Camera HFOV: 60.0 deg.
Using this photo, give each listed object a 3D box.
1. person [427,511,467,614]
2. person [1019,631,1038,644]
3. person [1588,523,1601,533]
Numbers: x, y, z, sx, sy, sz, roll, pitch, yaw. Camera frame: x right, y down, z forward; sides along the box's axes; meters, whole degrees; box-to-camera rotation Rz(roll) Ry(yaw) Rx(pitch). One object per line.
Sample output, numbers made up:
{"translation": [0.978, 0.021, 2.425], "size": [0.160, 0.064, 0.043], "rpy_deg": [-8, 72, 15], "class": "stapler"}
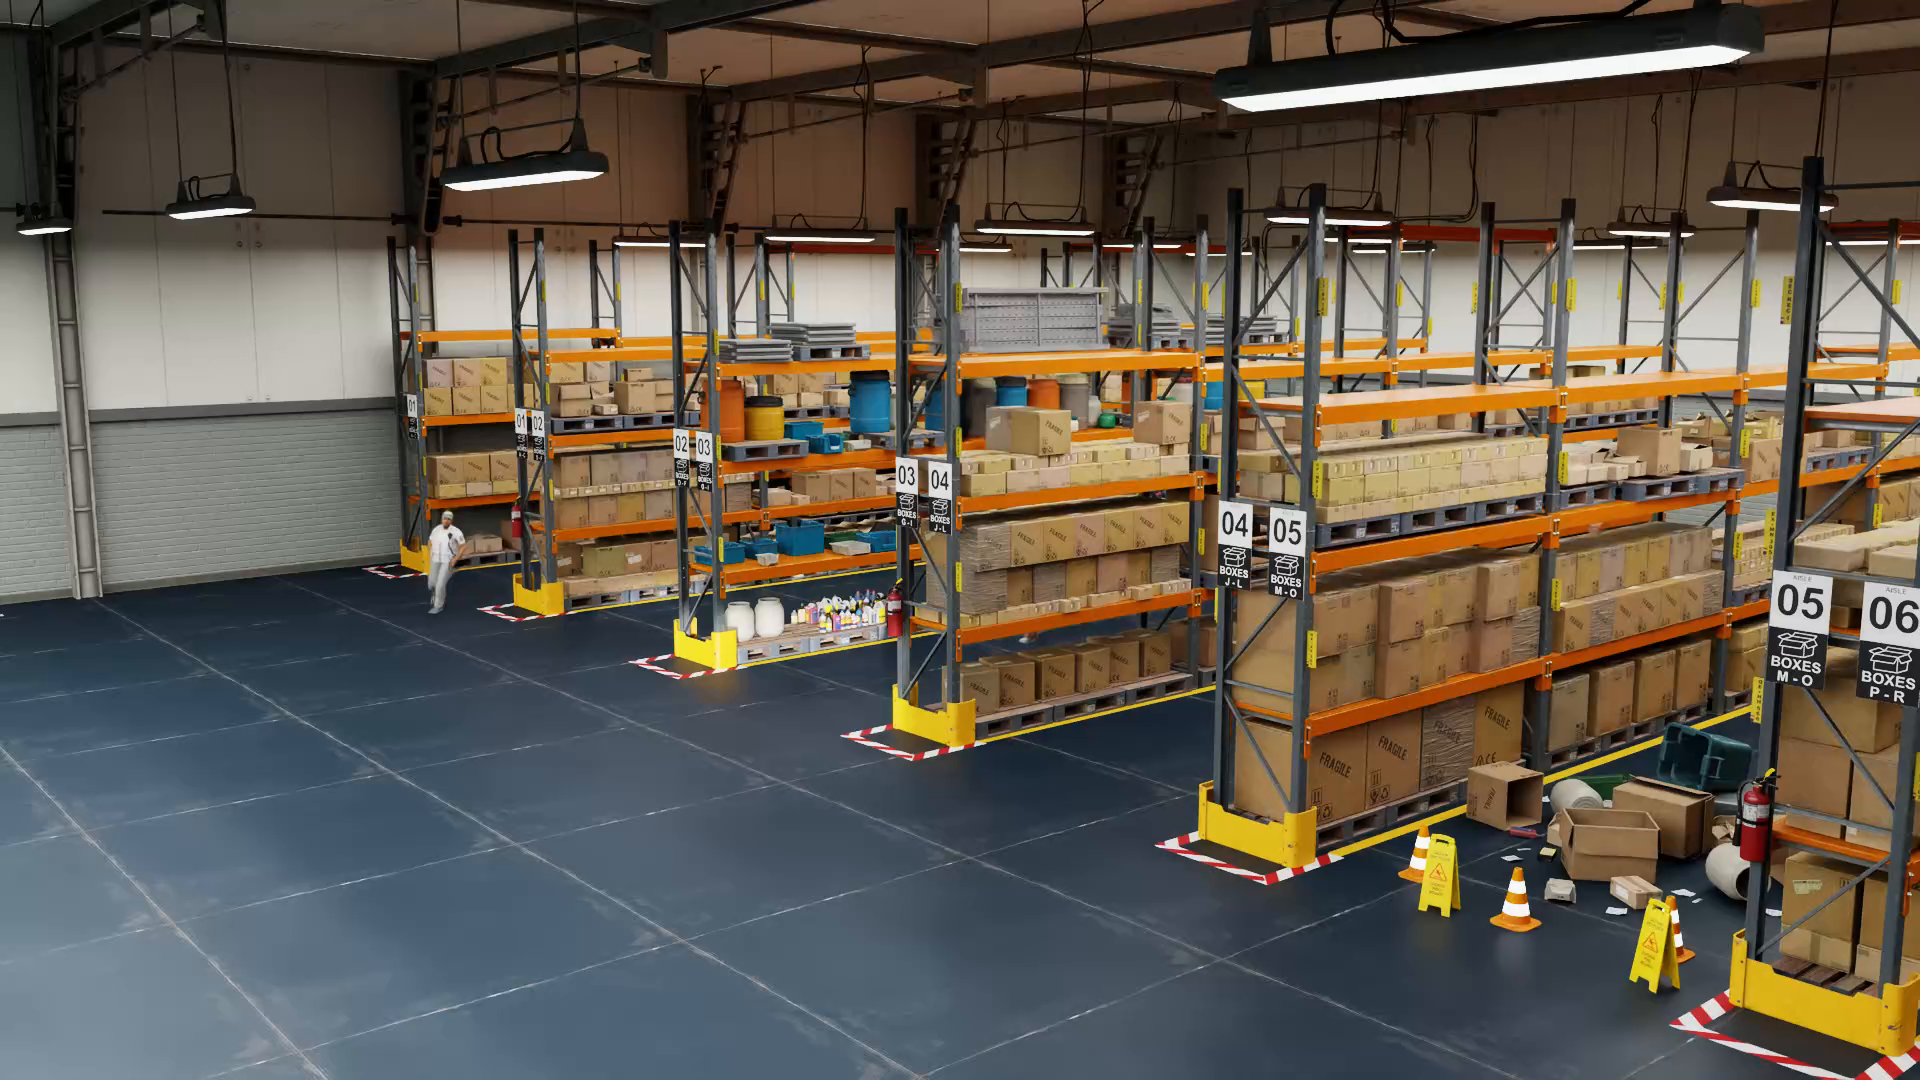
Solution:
{"translation": [-8.153, 0.335, 26.356], "size": [0.689, 1.614, 0.531], "rpy_deg": [0, 9, 3], "class": "person"}
{"translation": [0.987, 0.601, 22.682], "size": [0.566, 1.616, 0.504], "rpy_deg": [7, 11, 37], "class": "person"}
{"translation": [9.322, 0.556, 24.678], "size": [0.651, 1.682, 0.568], "rpy_deg": [8, 12, 41], "class": "person"}
